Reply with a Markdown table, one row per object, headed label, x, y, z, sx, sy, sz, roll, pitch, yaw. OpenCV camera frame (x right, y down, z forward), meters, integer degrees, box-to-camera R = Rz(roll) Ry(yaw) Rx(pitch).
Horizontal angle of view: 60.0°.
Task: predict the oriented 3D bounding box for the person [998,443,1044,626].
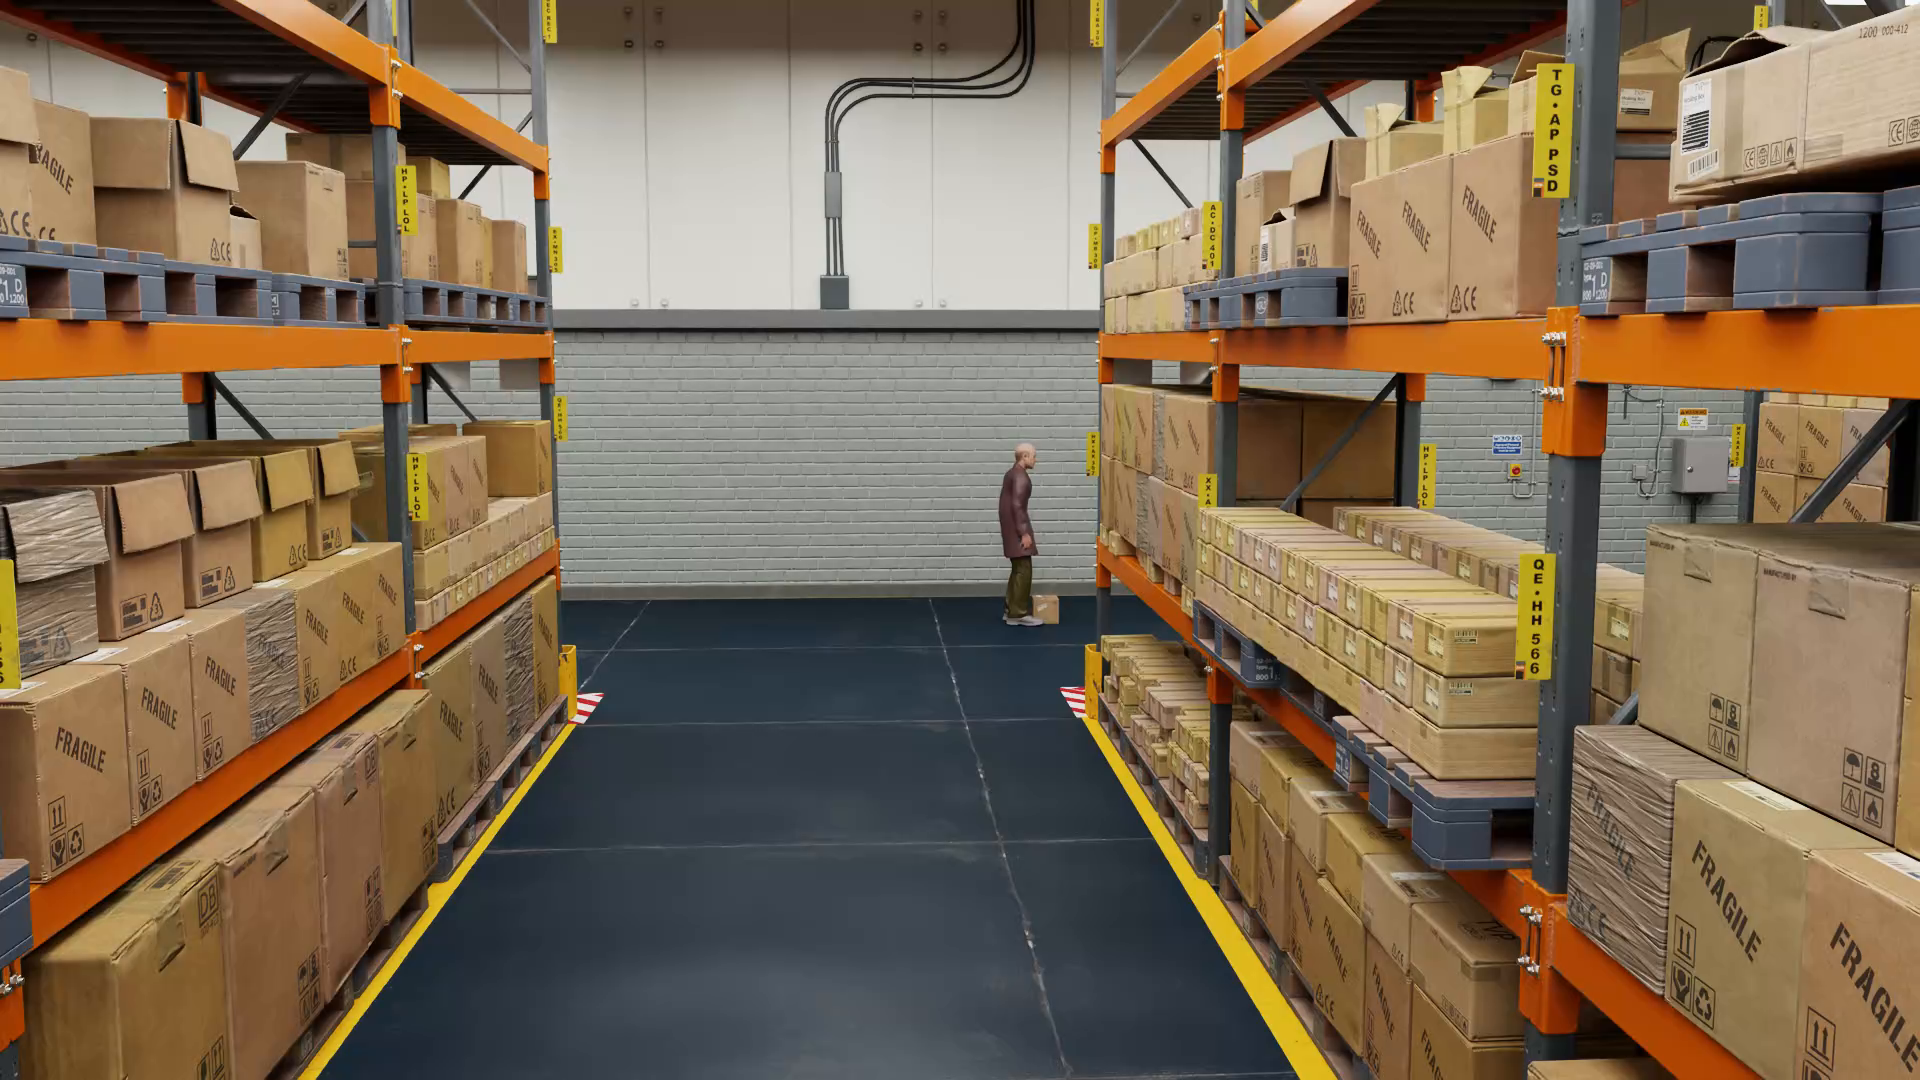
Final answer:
| label | x | y | z | sx | sy | sz | roll | pitch | yaw |
| --- | --- | --- | --- | --- | --- | --- | --- | --- | --- |
| person | 0.594 | -0.066 | 16.363 | 0.428 | 1.773 | 0.642 | 0 | 7 | -4 |
